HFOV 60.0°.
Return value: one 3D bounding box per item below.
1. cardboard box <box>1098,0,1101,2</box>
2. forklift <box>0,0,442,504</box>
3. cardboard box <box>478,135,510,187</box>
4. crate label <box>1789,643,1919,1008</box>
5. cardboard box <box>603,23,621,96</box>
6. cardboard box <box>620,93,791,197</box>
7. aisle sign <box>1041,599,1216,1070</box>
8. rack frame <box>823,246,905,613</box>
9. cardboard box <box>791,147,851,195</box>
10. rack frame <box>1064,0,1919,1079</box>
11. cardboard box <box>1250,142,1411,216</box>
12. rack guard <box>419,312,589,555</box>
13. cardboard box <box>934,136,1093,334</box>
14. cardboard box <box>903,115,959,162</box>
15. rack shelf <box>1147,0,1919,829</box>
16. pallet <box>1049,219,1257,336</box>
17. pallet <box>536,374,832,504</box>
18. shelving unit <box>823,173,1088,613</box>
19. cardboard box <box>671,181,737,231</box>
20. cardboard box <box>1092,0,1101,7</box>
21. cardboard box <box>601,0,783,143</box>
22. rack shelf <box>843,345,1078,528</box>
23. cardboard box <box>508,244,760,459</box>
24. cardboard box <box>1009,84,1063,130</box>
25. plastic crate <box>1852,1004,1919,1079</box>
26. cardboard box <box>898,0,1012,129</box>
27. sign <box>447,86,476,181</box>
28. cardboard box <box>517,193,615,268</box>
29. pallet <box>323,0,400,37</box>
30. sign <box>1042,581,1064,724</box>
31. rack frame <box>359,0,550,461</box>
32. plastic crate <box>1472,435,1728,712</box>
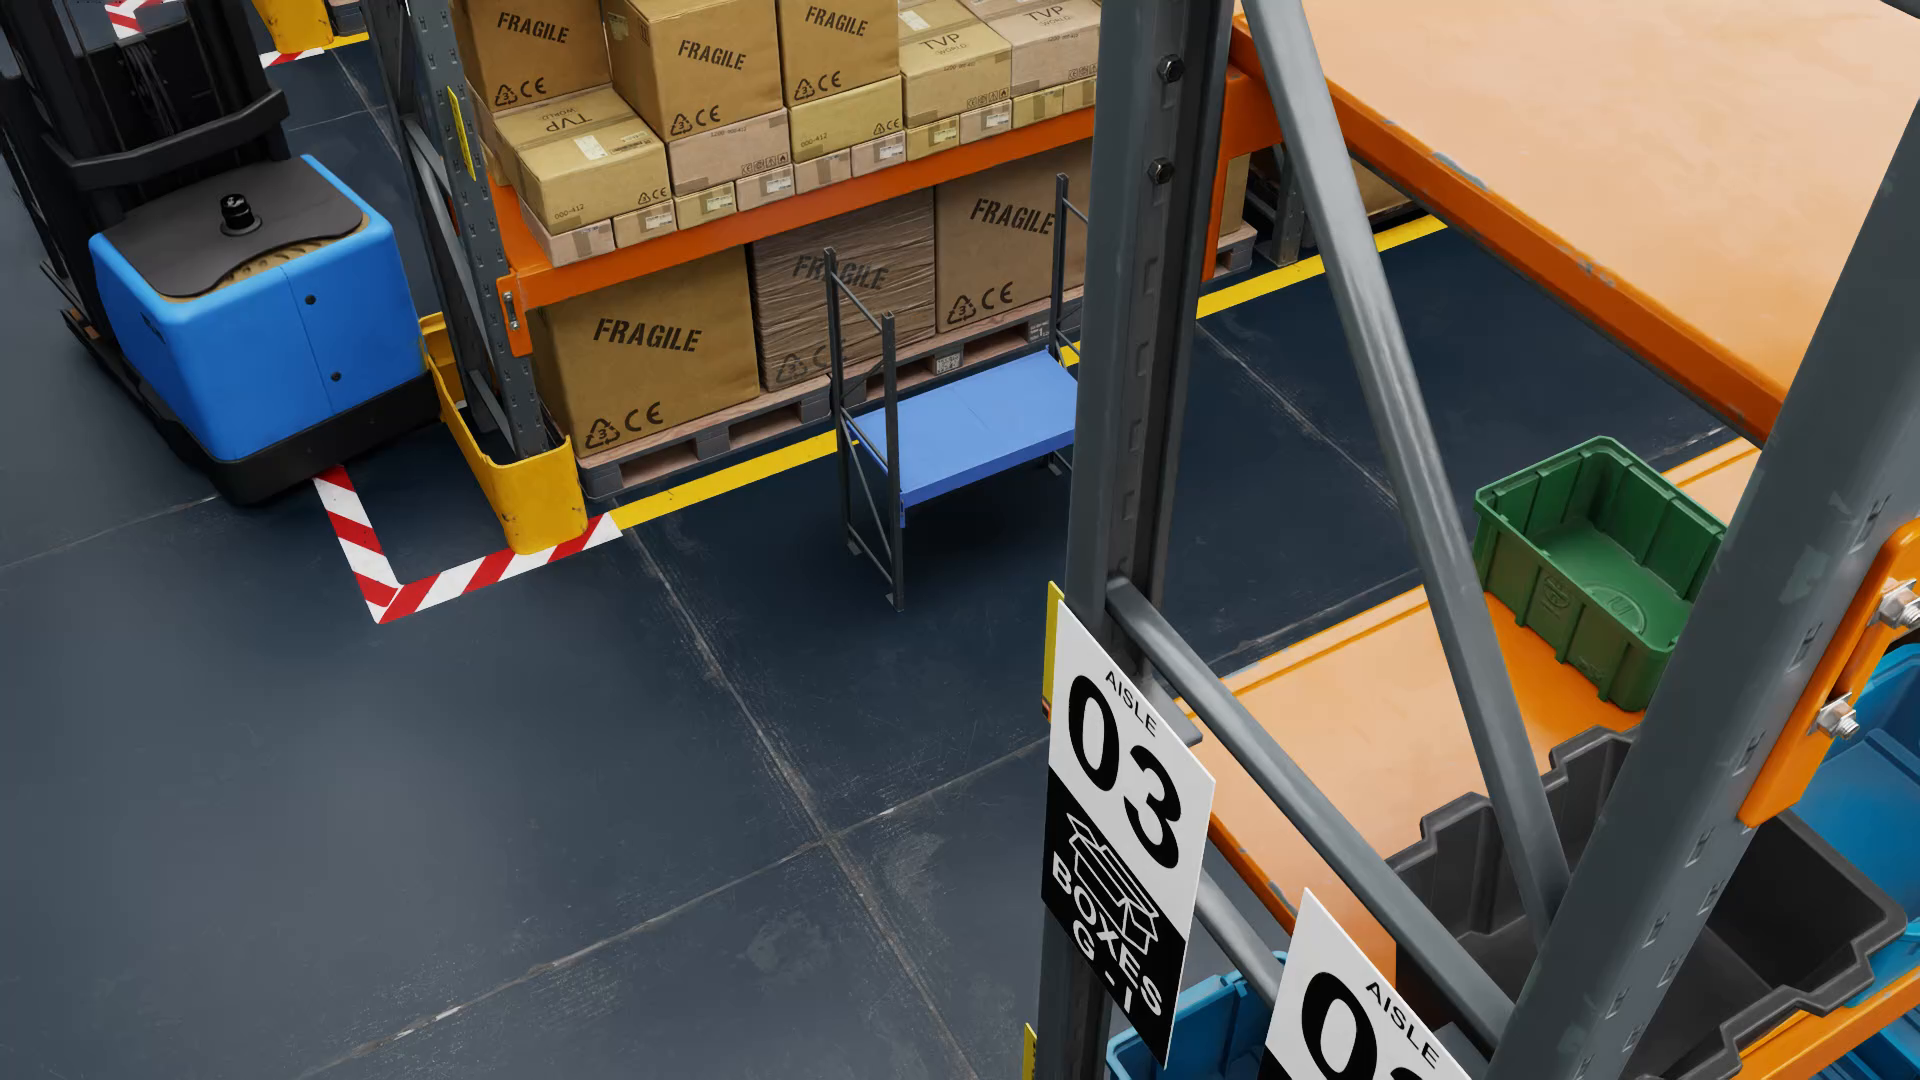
[{"bbox_3d":[0.755,-2.632,7.093,0.500,0.500,0.500,-21,48,-21],"label":"cardboard box"},{"bbox_3d":[-3.750,-2.152,7.292,1.130,2.935,3.031,-32,53,-29],"label":"forklift"},{"bbox_3d":[-1.867,-1.647,6.903,0.250,0.149,0.380,-21,48,-20],"label":"cardboard box"},{"bbox_3d":[1.417,0.428,2.537,0.502,0.251,0.408,-22,48,-21],"label":"crate label"},{"bbox_3d":[-1.283,-1.972,6.951,0.500,0.250,0.500,-23,49,-22],"label":"cardboard box"},{"bbox_3d":[-1.013,-1.655,6.625,0.500,0.250,0.500,-22,48,-21],"label":"cardboard box"},{"bbox_3d":[0.248,0.491,2.653,0.004,0.787,0.394,-22,48,-21],"label":"aisle sign"},{"bbox_3d":[-0.367,-0.391,6.506,0.032,1.500,0.500,-22,48,-21],"label":"rack frame"},{"bbox_3d":[-0.649,-1.606,6.861,0.250,0.149,0.380,-23,49,-22],"label":"cardboard box"},{"bbox_3d":[0.456,-0.577,1.312,0.127,3.000,1.000,-22,48,-21],"label":"rack frame"},{"bbox_3d":[2.002,-2.425,8.748,0.875,0.875,1.225,-22,48,-21],"label":"cardboard box"},{"bbox_3d":[-2.032,-0.509,7.345,0.348,0.500,1.175,-22,48,-21],"label":"rack guard"},{"bbox_3d":[0.064,-1.698,7.999,0.875,0.875,0.875,-22,48,-21],"label":"cardboard box"},{"bbox_3d":[-0.206,-1.783,7.043,0.250,0.149,0.380,-23,49,-22],"label":"cardboard box"},{"bbox_3d":[2.190,-0.869,2.417,4.000,0.370,1.077,-22,48,-21],"label":"rack shelf"},{"bbox_3d":[0.759,-1.585,8.661,1.213,0.211,1.003,-22,48,-21],"label":"pallet"},{"bbox_3d":[-1.357,-0.739,7.789,1.213,0.211,1.003,-22,48,-21],"label":"pallet"},{"bbox_3d":[0.074,-0.568,6.688,1.048,1.500,0.538,-22,48,-21],"label":"shelving unit"},{"bbox_3d":[-1.096,-1.427,6.677,0.250,0.149,0.380,-23,49,-22],"label":"cardboard box"},{"bbox_3d":[0.757,-2.363,7.354,0.500,0.250,0.500,-20,48,-20],"label":"cardboard box"},{"bbox_3d":[-1.027,-1.914,6.353,0.500,0.500,0.500,-23,49,-22],"label":"cardboard box"},{"bbox_3d":[0.074,-0.439,6.813,1.000,0.185,0.538,-22,48,-21],"label":"rack shelf"},{"bbox_3d":[-1.496,-1.073,7.356,0.875,0.875,0.875,-22,48,-21],"label":"cardboard box"},{"bbox_3d":[0.242,-1.963,7.228,0.250,0.149,0.380,-23,48,-22],"label":"cardboard box"},{"bbox_3d":[2.236,1.167,3.900,0.300,0.233,0.416,-22,48,-21],"label":"plastic crate"},{"bbox_3d":[-0.126,-2.012,6.993,0.500,0.250,0.500,-23,49,-22],"label":"cardboard box"},{"bbox_3d":[-1.740,-1.417,5.807,0.005,0.325,0.100,-22,48,-21],"label":"sign"},{"bbox_3d":[-1.539,-1.248,6.492,0.250,0.149,0.380,-21,48,-21],"label":"cardboard box"},{"bbox_3d":[-3.607,-3.731,10.872,1.213,0.211,1.003,-22,48,-21],"label":"pallet"},{"bbox_3d":[0.168,0.211,2.730,0.005,0.325,0.100,-22,48,-21],"label":"sign"},{"bbox_3d":[-2.011,-1.415,6.483,0.127,3.000,1.000,-22,48,-21],"label":"rack frame"},{"bbox_3d":[1.169,0.061,2.961,0.336,0.188,0.450,-22,48,-21],"label":"plastic crate"}]
